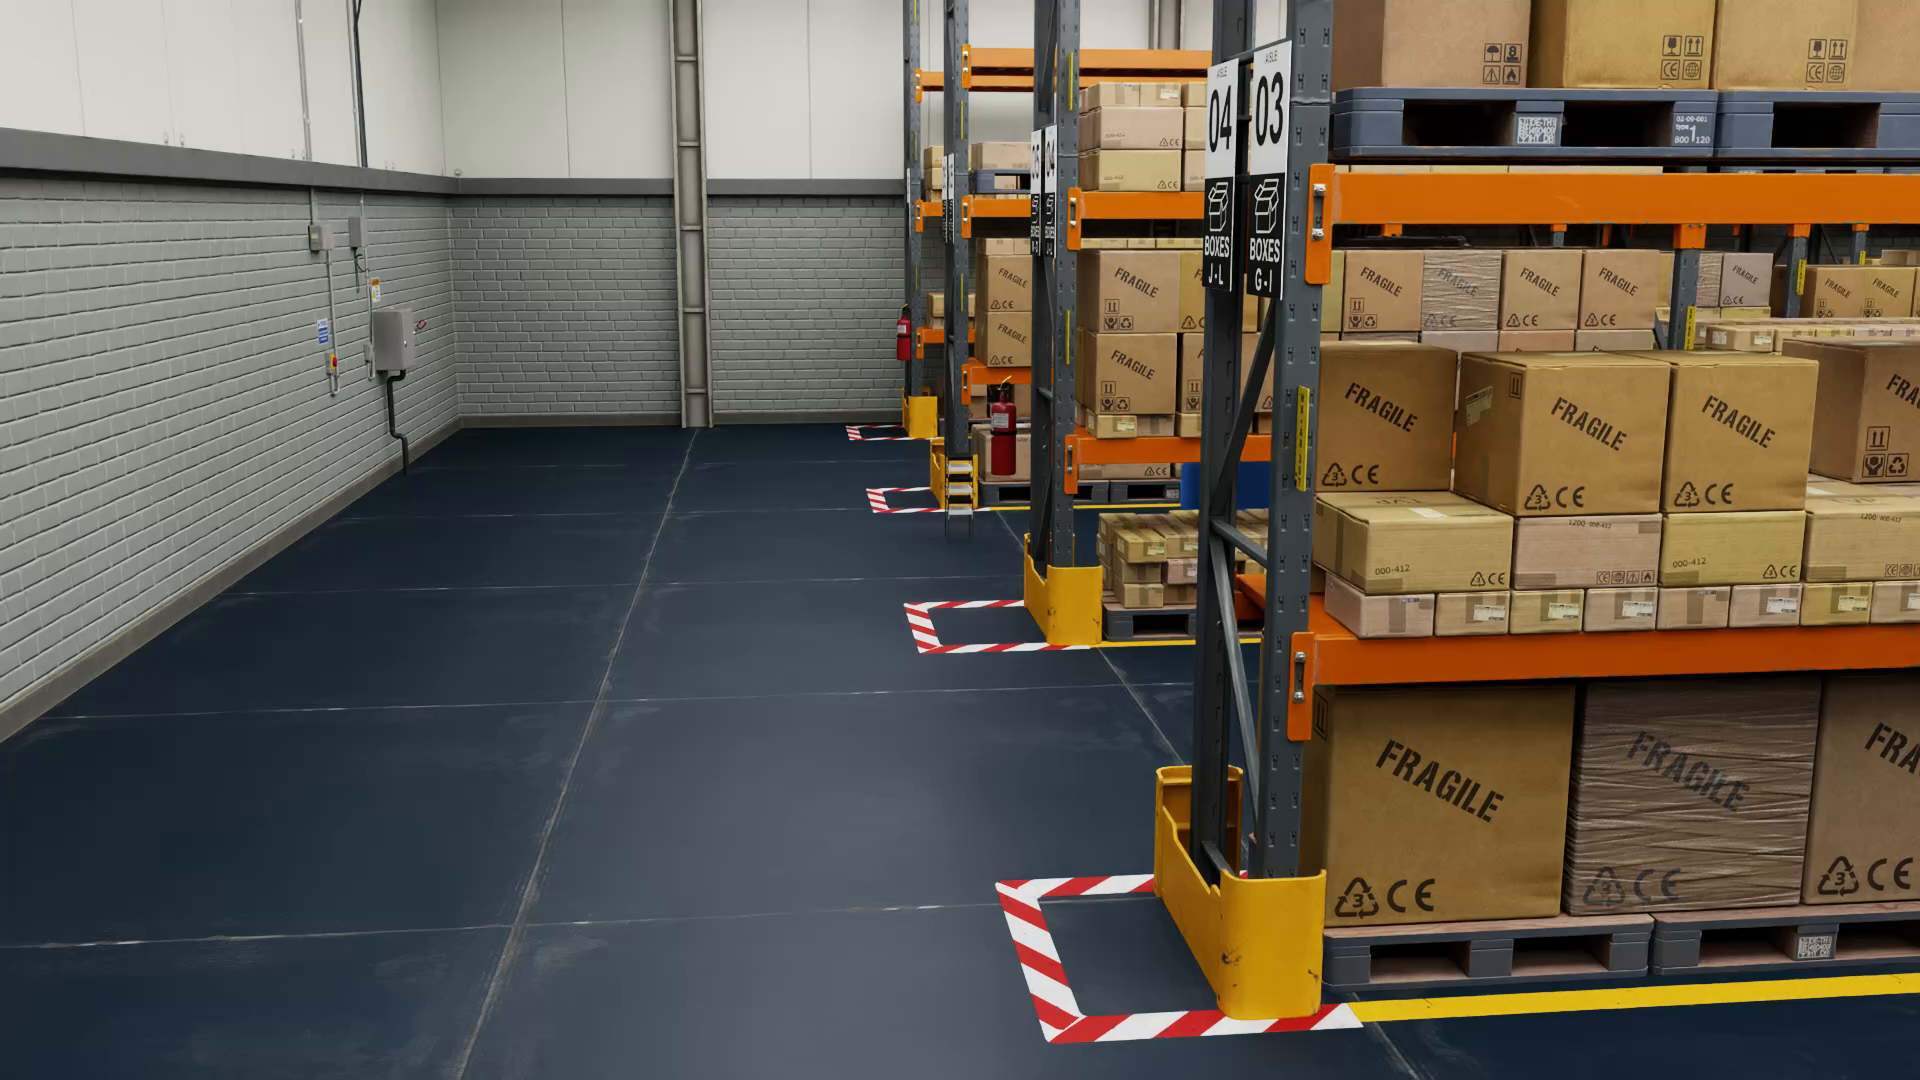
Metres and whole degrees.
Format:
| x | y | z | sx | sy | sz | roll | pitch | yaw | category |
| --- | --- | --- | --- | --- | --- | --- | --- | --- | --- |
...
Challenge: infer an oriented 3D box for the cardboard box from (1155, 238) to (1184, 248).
| x | y | z | sx | sy | sz | roll | pitch | yaw | category |
| --- | --- | --- | --- | --- | --- | --- | --- | --- | --- |
| 1.890 | -2.701 | 15.299 | 0.250 | 0.149 | 0.380 | -1 | 11 | -7 | cardboard box |

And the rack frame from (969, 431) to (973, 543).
| x | y | z | sx | sy | sz | roll | pitch | yaw | category |
| --- | --- | --- | --- | --- | --- | --- | --- | --- | --- |
| 0.093 | -0.443 | 13.791 | 0.006 | 0.900 | 0.240 | -1 | 11 | -6 | rack frame |

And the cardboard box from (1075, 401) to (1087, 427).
| x | y | z | sx | sy | sz | roll | pitch | yaw | category |
| --- | --- | --- | --- | --- | --- | --- | --- | --- | --- |
| 0.889 | -0.855 | 11.093 | 0.250 | 0.149 | 0.380 | -1 | 11 | -6 | cardboard box |

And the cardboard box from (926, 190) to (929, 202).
| x | y | z | sx | sy | sz | roll | pitch | yaw | category |
| --- | --- | --- | --- | --- | --- | --- | --- | --- | --- |
| -0.286 | -4.216 | 20.413 | 0.250 | 0.149 | 0.380 | -1 | 11 | -5 | cardboard box |

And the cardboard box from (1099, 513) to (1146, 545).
| x | y | z | sx | sy | sz | roll | pitch | yaw | category |
| --- | --- | --- | --- | --- | --- | --- | --- | --- | --- |
| 1.095 | -0.076 | 11.239 | 0.250 | 0.149 | 0.380 | -1 | 11 | -5 | cardboard box |

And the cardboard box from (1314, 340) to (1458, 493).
| x | y | z | sx | sy | sz | roll | pitch | yaw | category |
| --- | --- | --- | --- | --- | --- | --- | --- | --- | --- |
| 1.487 | -0.465 | 6.131 | 0.500 | 0.500 | 0.500 | -1 | 11 | -5 | cardboard box |

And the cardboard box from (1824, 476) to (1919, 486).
| x | y | z | sx | sy | sz | roll | pitch | yaw | category |
| --- | --- | --- | --- | --- | --- | --- | --- | --- | --- |
| 3.503 | -0.139 | 6.417 | 0.500 | 0.250 | 0.500 | -1 | 11 | -5 | cardboard box |

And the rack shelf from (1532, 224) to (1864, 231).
| x | y | z | sx | sy | sz | roll | pitch | yaw | category |
| --- | --- | --- | --- | --- | --- | --- | --- | --- | --- |
| 9.362 | -4.144 | 21.258 | 4.000 | 0.370 | 1.077 | -1 | 11 | -6 | rack shelf |

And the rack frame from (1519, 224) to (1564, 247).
| x | y | z | sx | sy | sz | roll | pitch | yaw | category |
| --- | --- | --- | --- | --- | --- | --- | --- | --- | --- |
| 7.374 | -2.983 | 21.266 | 0.127 | 3.000 | 1.000 | -1 | 11 | -6 | rack frame |

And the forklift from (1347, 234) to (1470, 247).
| x | y | z | sx | sy | sz | roll | pitch | yaw | category |
| --- | --- | --- | --- | --- | --- | --- | --- | --- | --- |
| 2.746 | -3.035 | 15.804 | 9.711 | 5.209 | 7.407 | 4 | 12 | 19 | forklift |

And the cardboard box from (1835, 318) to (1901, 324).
| x | y | z | sx | sy | sz | roll | pitch | yaw | category |
| --- | --- | --- | --- | --- | --- | --- | --- | --- | --- |
| 6.246 | -1.448 | 11.479 | 0.250 | 0.149 | 0.380 | -2 | 11 | -9 | cardboard box |

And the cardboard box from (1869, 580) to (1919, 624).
| x | y | z | sx | sy | sz | roll | pitch | yaw | category |
| --- | --- | --- | --- | --- | --- | --- | --- | --- | --- |
| 3.209 | 0.177 | 5.844 | 0.250 | 0.149 | 0.380 | -1 | 11 | -5 | cardboard box |

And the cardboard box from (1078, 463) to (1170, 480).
| x | y | z | sx | sy | sz | roll | pitch | yaw | category |
| --- | --- | --- | --- | --- | --- | --- | --- | --- | --- |
| 1.515 | -0.867 | 16.056 | 0.875 | 0.438 | 0.875 | -1 | 11 | -5 | cardboard box |

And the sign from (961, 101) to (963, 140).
| x | y | z | sx | sy | sz | roll | pitch | yaw | category |
| --- | --- | --- | --- | --- | --- | --- | --- | --- | --- |
| 0.015 | -3.698 | 14.654 | 0.005 | 0.325 | 0.100 | -1 | 11 | -6 | sign |

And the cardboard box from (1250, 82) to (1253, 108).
| x | y | z | sx | sy | sz | roll | pitch | yaw | category |
| --- | --- | --- | --- | --- | --- | --- | --- | --- | --- |
| 1.717 | -2.718 | 10.202 | 0.250 | 0.149 | 0.380 | -1 | 11 | -5 | cardboard box |

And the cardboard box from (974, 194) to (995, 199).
| x | y | z | sx | sy | sz | roll | pitch | yaw | category |
| --- | --- | --- | --- | --- | --- | --- | --- | --- | --- |
| 0.278 | -4.140 | 20.024 | 0.250 | 0.149 | 0.380 | -1 | 11 | -6 | cardboard box |

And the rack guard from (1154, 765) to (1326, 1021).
| x | y | z | sx | sy | sz | roll | pitch | yaw | category |
| --- | --- | --- | --- | --- | --- | --- | --- | --- | --- |
| 1.007 | 1.263 | 6.149 | 0.348 | 0.500 | 1.175 | -1 | 11 | -6 | rack guard |

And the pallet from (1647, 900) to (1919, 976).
| x | y | z | sx | sy | sz | roll | pitch | yaw | category |
| --- | --- | --- | --- | --- | --- | --- | --- | --- | --- |
| 3.027 | 1.348 | 6.466 | 1.213 | 0.211 | 1.003 | -1 | 11 | -6 | pallet |

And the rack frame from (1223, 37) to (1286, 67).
| x | y | z | sx | sy | sz | roll | pitch | yaw | category |
| --- | --- | --- | --- | --- | --- | --- | --- | --- | --- |
| 1.030 | -2.908 | 5.334 | 0.053 | 2.616 | 0.949 | -1 | 11 | -6 | rack frame |

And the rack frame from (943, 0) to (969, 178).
| x | y | z | sx | sy | sz | roll | pitch | yaw | category |
| --- | --- | --- | --- | --- | --- | --- | --- | --- | --- |
| -0.039 | -4.808 | 14.998 | 0.127 | 3.000 | 1.000 | -1 | 11 | -6 | rack frame |

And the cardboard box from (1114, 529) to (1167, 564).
| x | y | z | sx | sy | sz | roll | pitch | yaw | category |
| --- | --- | --- | --- | --- | --- | --- | --- | --- | --- |
| 1.153 | 0.038 | 10.660 | 0.250 | 0.149 | 0.380 | -2 | 11 | -9 | cardboard box |

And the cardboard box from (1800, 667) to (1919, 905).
| x | y | z | sx | sy | sz | roll | pitch | yaw | category |
| --- | --- | --- | --- | --- | --- | --- | --- | --- | --- |
| 3.448 | 0.806 | 6.411 | 0.875 | 0.875 | 0.875 | -1 | 11 | -6 | cardboard box |

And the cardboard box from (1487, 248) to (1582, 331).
| x | y | z | sx | sy | sz | roll | pitch | yaw | category |
| --- | --- | --- | --- | --- | --- | --- | --- | --- | --- |
| 3.621 | -1.613 | 10.674 | 0.500 | 0.500 | 0.500 | -2 | 11 | -8 | cardboard box |

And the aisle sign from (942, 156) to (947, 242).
| x | y | z | sx | sy | sz | roll | pitch | yaw | category |
| --- | --- | --- | --- | --- | --- | --- | --- | --- | --- |
| -0.144 | -3.198 | 15.621 | 0.004 | 0.787 | 0.394 | -1 | 11 | -6 | aisle sign |

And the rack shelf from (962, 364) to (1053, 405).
| x | y | z | sx | sy | sz | roll | pitch | yaw | category |
| --- | --- | --- | --- | --- | --- | --- | --- | --- | --- |
| 1.949 | -1.553 | 15.858 | 4.000 | 0.370 | 1.077 | -1 | 11 | -6 | rack shelf |

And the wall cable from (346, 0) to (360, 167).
| x | y | z | sx | sy | sz | roll | pitch | yaw | category |
| --- | --- | --- | --- | --- | --- | --- | --- | --- | --- |
| -5.743 | -4.780 | 14.855 | 0.029 | 3.000 | 2.355 | -1 | 11 | -6 | wall cable |

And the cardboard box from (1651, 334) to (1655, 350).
| x | y | z | sx | sy | sz | roll | pitch | yaw | category |
| --- | --- | --- | --- | --- | --- | --- | --- | --- | --- |
| 6.431 | -1.876 | 16.025 | 0.500 | 0.250 | 0.500 | -1 | 11 | -7 | cardboard box |

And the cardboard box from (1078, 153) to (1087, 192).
| x | y | z | sx | sy | sz | roll | pitch | yaw | category |
| --- | --- | --- | --- | --- | --- | --- | --- | --- | --- |
| 1.019 | -2.376 | 10.790 | 0.500 | 0.250 | 0.500 | -1 | 11 | -7 | cardboard box |

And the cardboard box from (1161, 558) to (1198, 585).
| x | y | z | sx | sy | sz | roll | pitch | yaw | category |
| --- | --- | --- | --- | --- | --- | --- | --- | --- | --- |
| 1.423 | 0.173 | 10.744 | 0.250 | 0.149 | 0.380 | -1 | 11 | -6 | cardboard box |

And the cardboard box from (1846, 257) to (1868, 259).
| x | y | z | sx | sy | sz | roll | pitch | yaw | category |
| --- | --- | --- | --- | --- | --- | --- | --- | --- | --- |
| 11.889 | -3.642 | 21.904 | 0.250 | 0.149 | 0.380 | -2 | 11 | -8 | cardboard box |

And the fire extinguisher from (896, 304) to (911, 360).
| x | y | z | sx | sy | sz | roll | pitch | yaw | category |
| --- | --- | --- | --- | --- | --- | --- | --- | --- | --- |
| -0.676 | -2.504 | 19.996 | 0.183 | 0.674 | 0.296 | -1 | 11 | -6 | fire extinguisher |

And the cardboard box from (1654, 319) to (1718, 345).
| x | y | z | sx | sy | sz | roll | pitch | yaw | category |
| --- | --- | --- | --- | --- | --- | --- | --- | --- | --- |
| 4.950 | -1.421 | 11.342 | 0.250 | 0.149 | 0.380 | -1 | 11 | -3 | cardboard box |

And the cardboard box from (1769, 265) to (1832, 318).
| x | y | z | sx | sy | sz | roll | pitch | yaw | category |
| --- | --- | --- | --- | --- | --- | --- | --- | --- | --- |
| 8.336 | -2.495 | 16.665 | 0.500 | 0.500 | 0.500 | -2 | 11 | -8 | cardboard box |

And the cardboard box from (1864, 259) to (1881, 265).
| x | y | z | sx | sy | sz | roll | pitch | yaw | category |
| --- | --- | --- | --- | --- | --- | --- | --- | --- | --- |
| 11.700 | -3.530 | 21.334 | 0.250 | 0.149 | 0.380 | -1 | 11 | -5 | cardboard box |

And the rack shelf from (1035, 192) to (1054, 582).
| x | y | z | sx | sy | sz | roll | pitch | yaw | category |
| --- | --- | --- | --- | --- | --- | --- | --- | --- | --- |
| 0.596 | -0.917 | 10.756 | 0.053 | 2.616 | 0.949 | -1 | 11 | -6 | rack shelf |

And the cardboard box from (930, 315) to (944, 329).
| x | y | z | sx | sy | sz | roll | pitch | yaw | category |
| --- | --- | --- | --- | --- | --- | --- | --- | --- | --- |
| -0.223 | -2.647 | 20.210 | 0.250 | 0.149 | 0.380 | -1 | 11 | -7 | cardboard box |

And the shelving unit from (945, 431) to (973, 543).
| x | y | z | sx | sy | sz | roll | pitch | yaw | category |
| --- | --- | --- | --- | --- | --- | --- | --- | --- | --- |
| 6.362 | -1.327 | 10.125 | 12.137 | 4.047 | 8.426 | -1 | 11 | -6 | shelving unit |
